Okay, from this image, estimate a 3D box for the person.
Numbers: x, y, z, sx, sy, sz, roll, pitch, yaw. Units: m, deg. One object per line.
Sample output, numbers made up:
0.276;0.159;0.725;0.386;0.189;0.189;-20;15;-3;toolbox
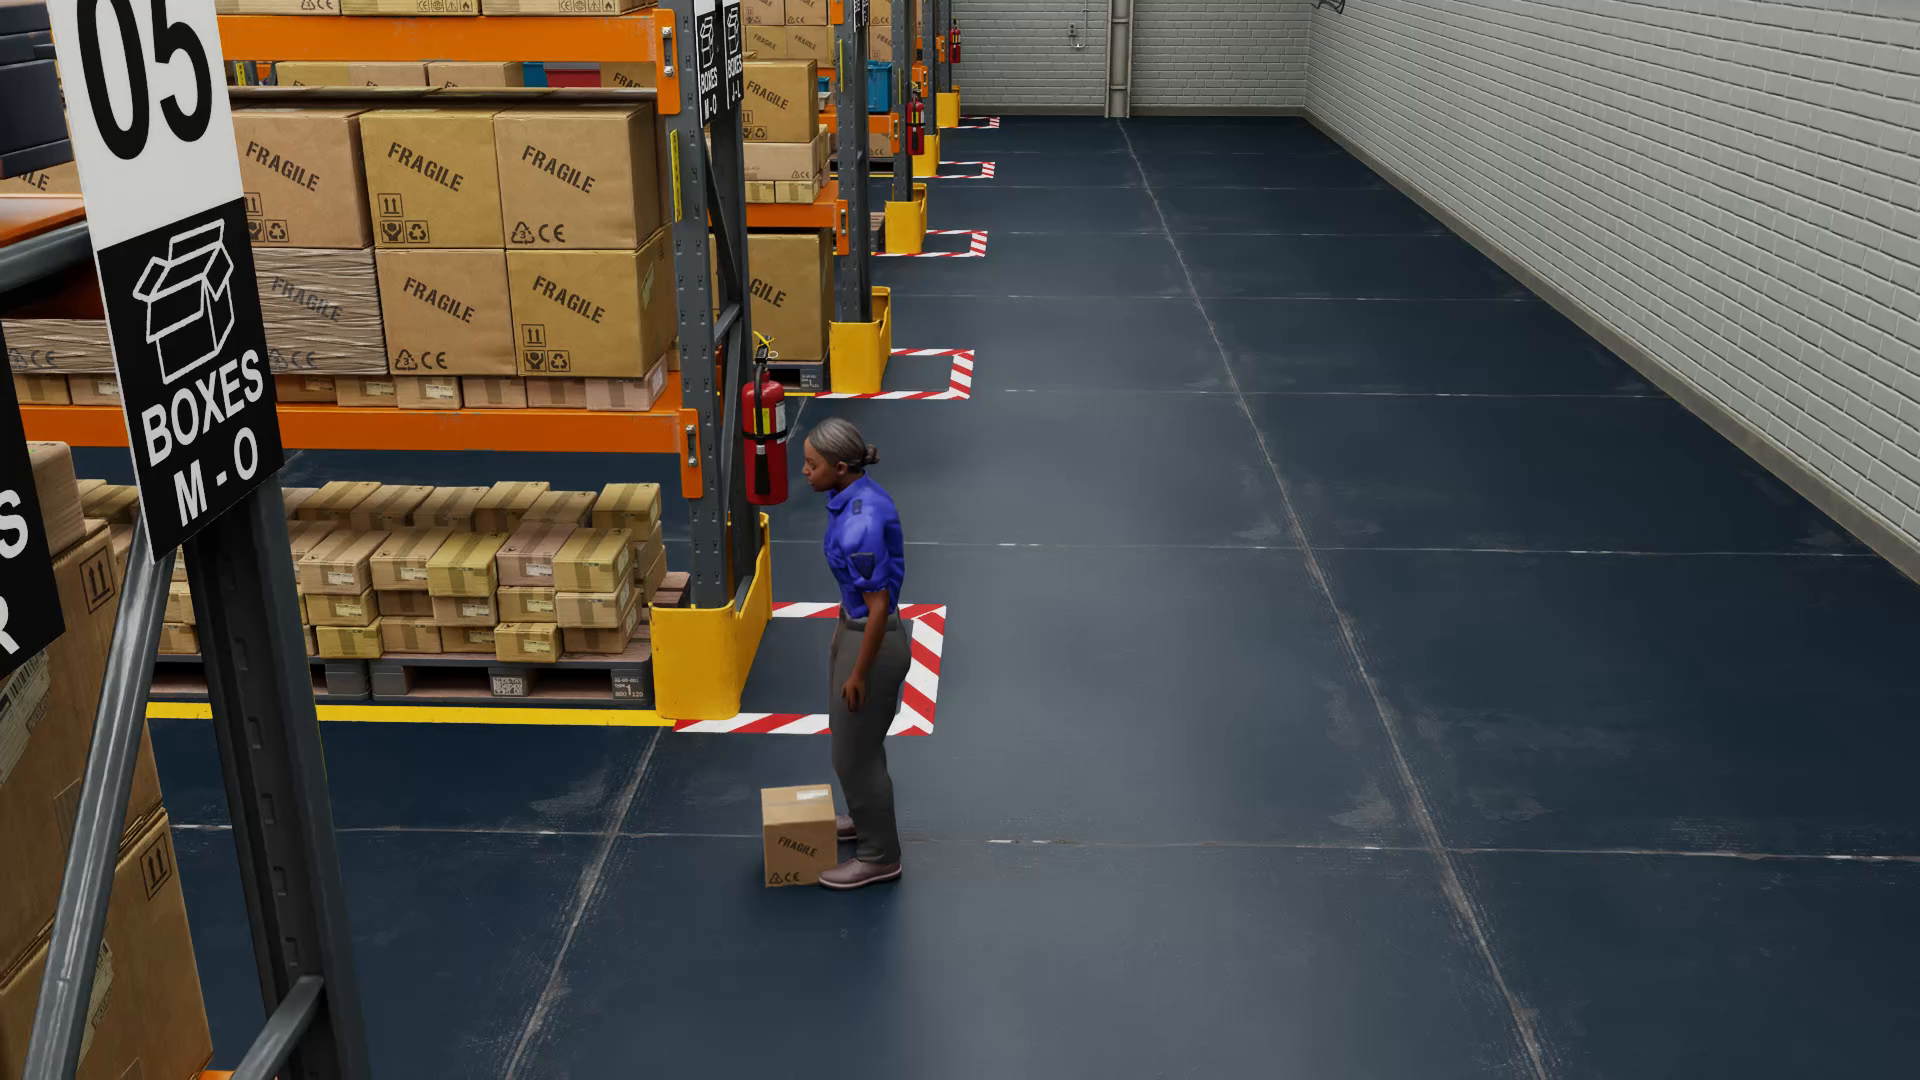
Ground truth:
-0.342;0.369;5.623;0.344;1.654;0.509;-3;21;-7;person
